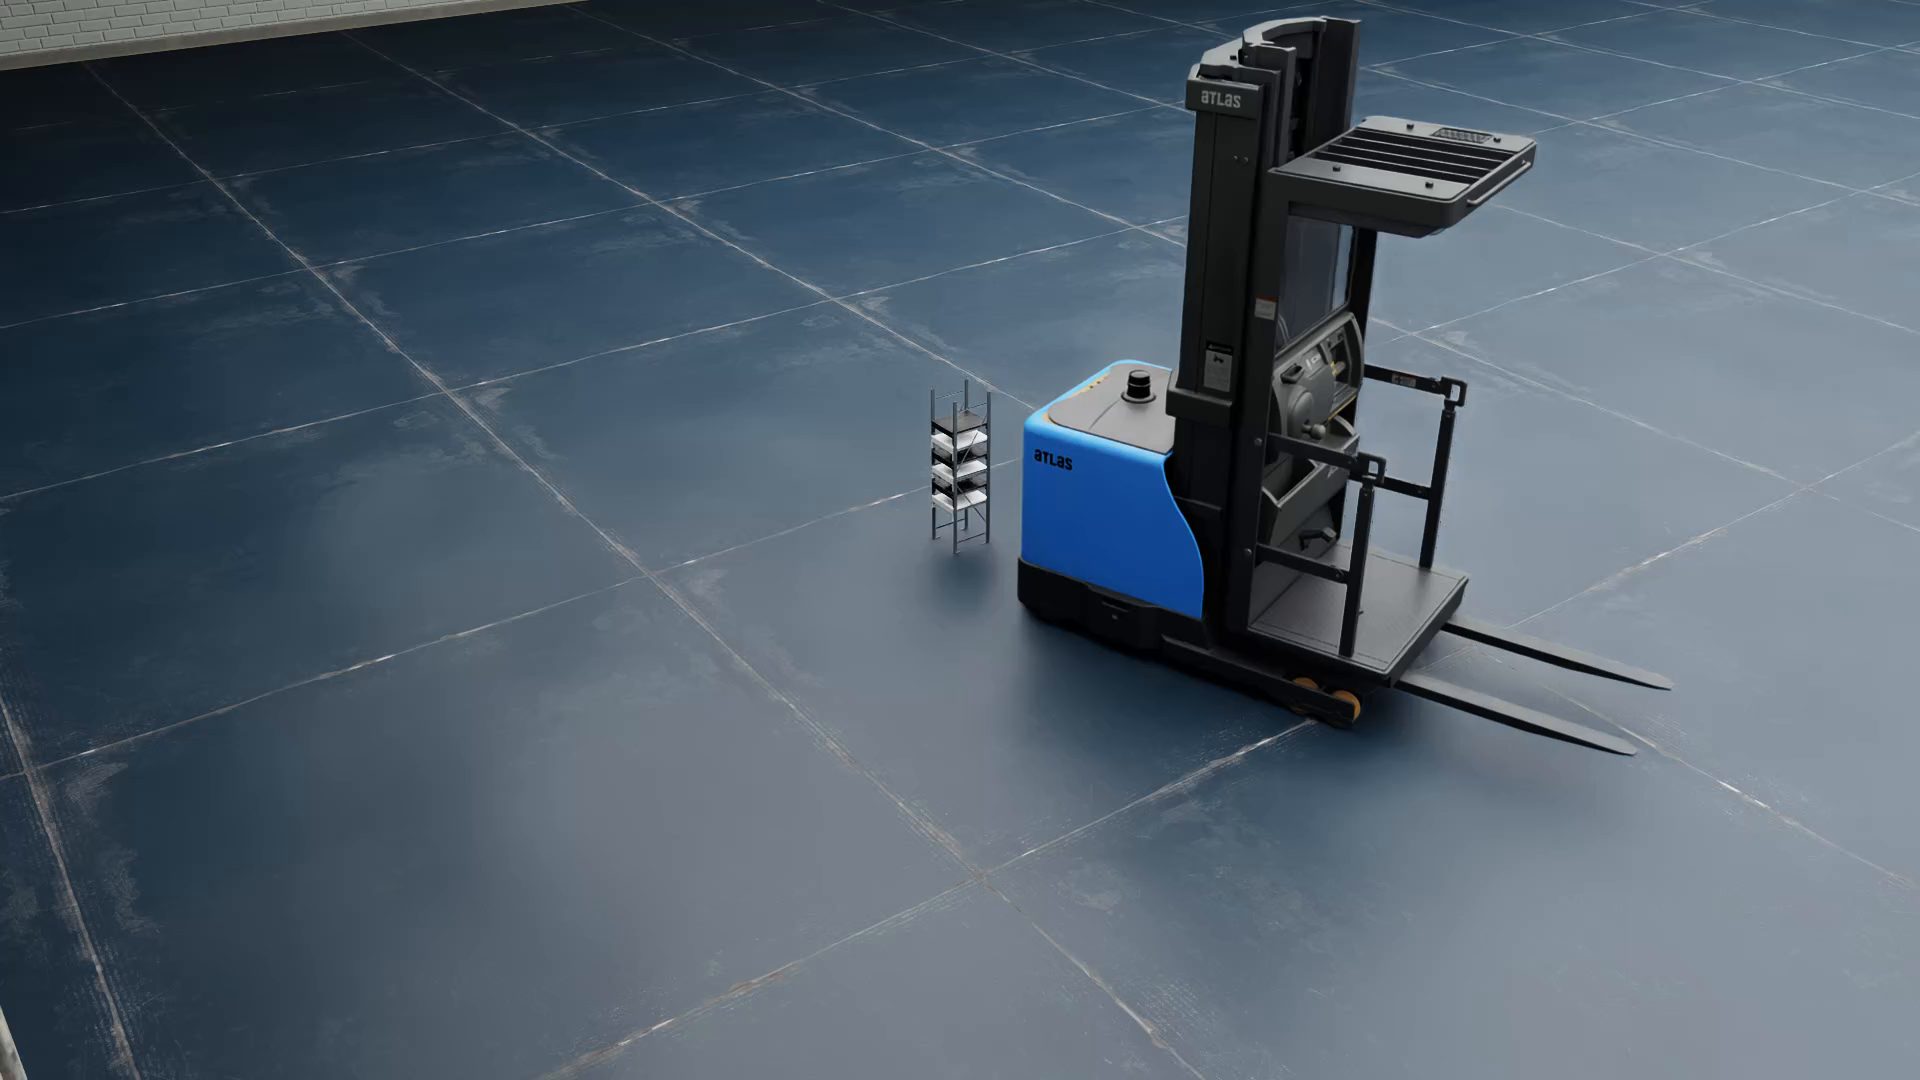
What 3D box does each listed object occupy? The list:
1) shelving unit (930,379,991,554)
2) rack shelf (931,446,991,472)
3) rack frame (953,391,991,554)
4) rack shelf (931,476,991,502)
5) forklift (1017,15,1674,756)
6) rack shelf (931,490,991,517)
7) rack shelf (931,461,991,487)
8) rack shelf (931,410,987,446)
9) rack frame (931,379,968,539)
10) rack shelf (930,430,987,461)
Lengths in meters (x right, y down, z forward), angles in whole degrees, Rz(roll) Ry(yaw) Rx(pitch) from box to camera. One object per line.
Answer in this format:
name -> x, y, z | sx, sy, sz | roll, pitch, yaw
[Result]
shelving unit -> 0.005, -0.392, 8.967 | 0.258, 0.900, 0.210 | -19, 34, -31
rack shelf -> 0.005, -0.442, 8.940 | 0.258, 0.077, 0.200 | -19, 34, -31
rack frame -> 0.064, -0.353, 8.895 | 0.240, 0.900, 0.006 | -19, 34, -31
rack shelf -> 0.005, -0.284, 9.026 | 0.258, 0.077, 0.200 | -19, 34, -31
forklift -> 1.797, -0.719, 7.442 | 3.031, 2.935, 1.130 | 18, 33, 30
rack shelf -> 0.005, -0.205, 9.069 | 0.258, 0.077, 0.200 | -19, 34, -31
rack shelf -> 0.005, -0.363, 8.983 | 0.258, 0.077, 0.200 | -19, 34, -31
rack shelf -> 0.005, -0.600, 8.854 | 0.258, 0.077, 0.200 | -19, 34, -31
rack frame -> -0.054, -0.432, 9.040 | 0.240, 0.900, 0.006 | -19, 34, -31
rack shelf -> 0.005, -0.521, 8.897 | 0.258, 0.077, 0.200 | -19, 34, -31
